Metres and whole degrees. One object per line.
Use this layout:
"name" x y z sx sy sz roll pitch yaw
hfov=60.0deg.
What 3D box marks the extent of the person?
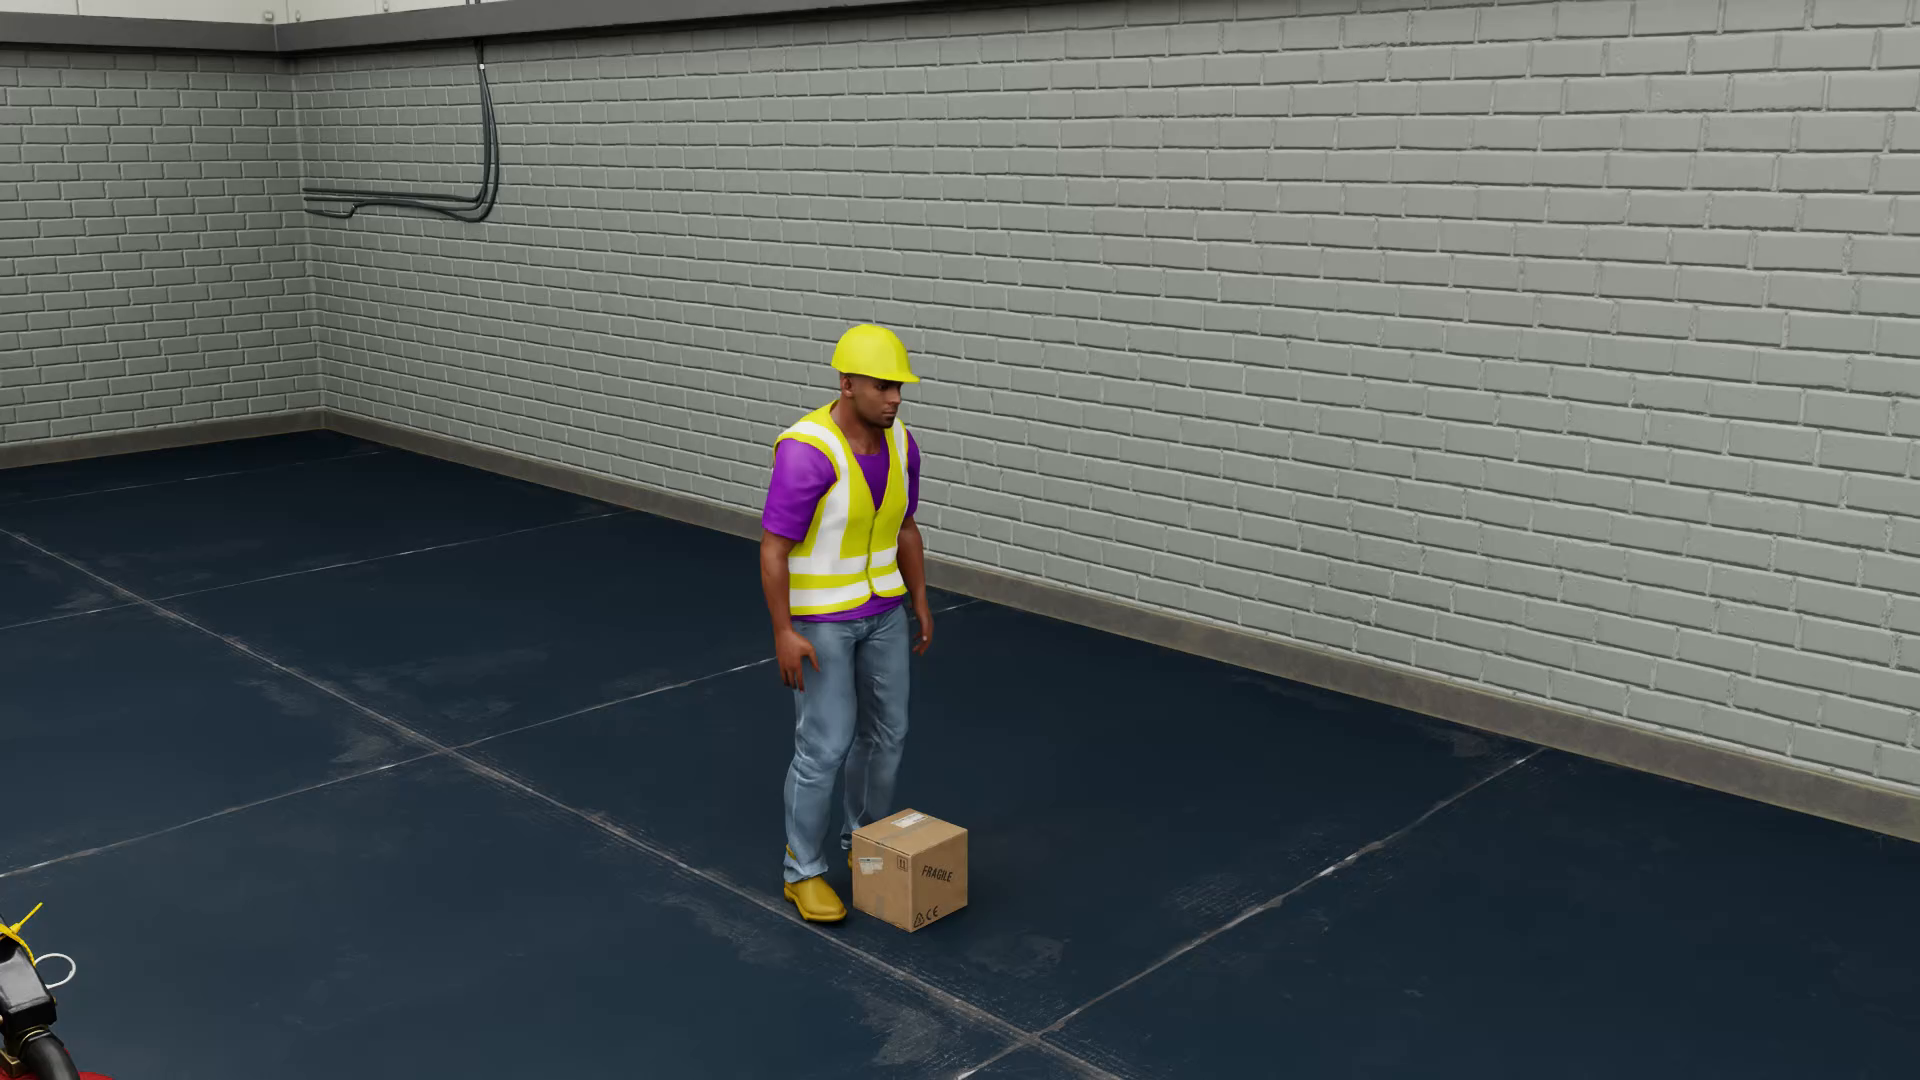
"person" -0.318 0.230 5.007 0.460 1.760 0.635 12 18 41
